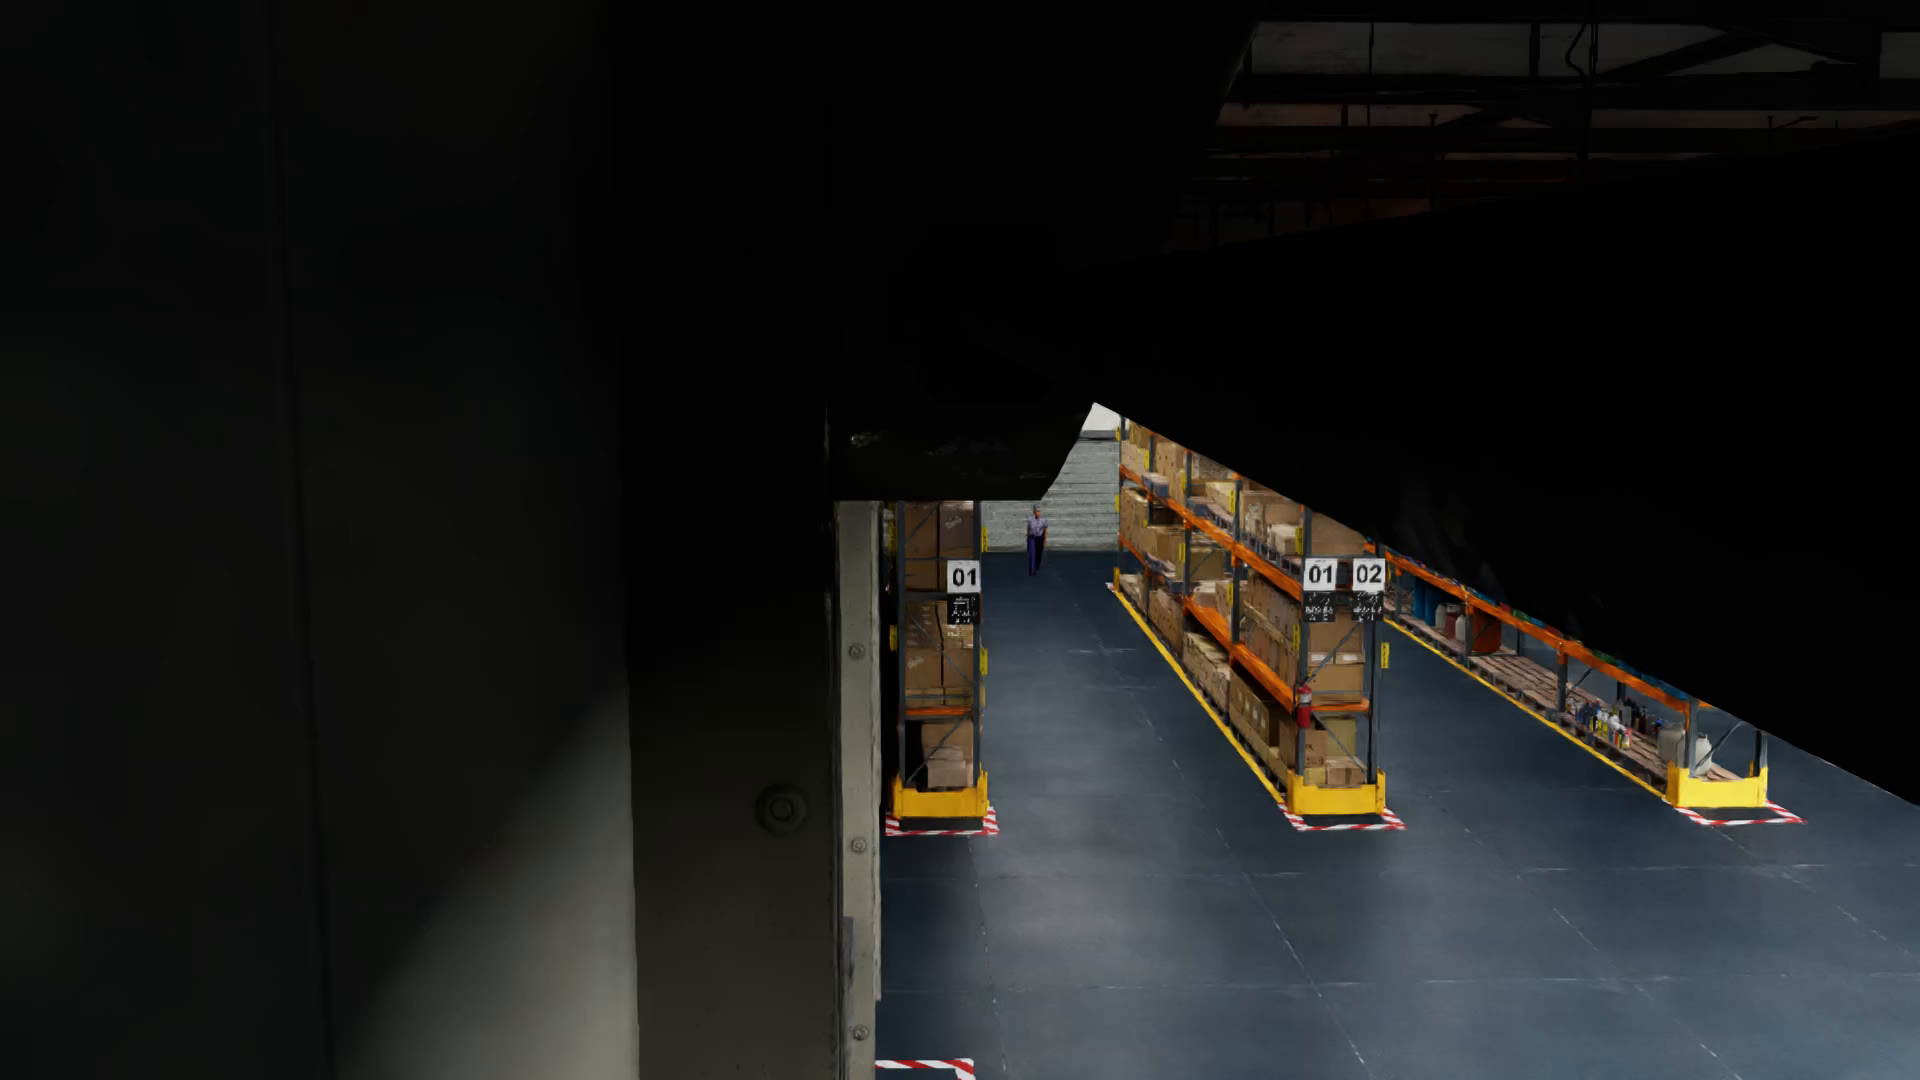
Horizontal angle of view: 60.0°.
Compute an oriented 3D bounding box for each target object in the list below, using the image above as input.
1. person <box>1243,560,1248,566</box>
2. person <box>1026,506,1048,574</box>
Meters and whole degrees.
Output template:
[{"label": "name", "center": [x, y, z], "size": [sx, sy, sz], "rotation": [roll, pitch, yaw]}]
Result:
[{"label": "person", "center": [7.093, -0.215, 39.702], "size": [0.567, 1.660, 0.691], "rotation": [6, 10, 36]}, {"label": "person", "center": [1.799, -0.025, 38.713], "size": [0.478, 1.567, 1.074], "rotation": [-1, 8, -5]}]
